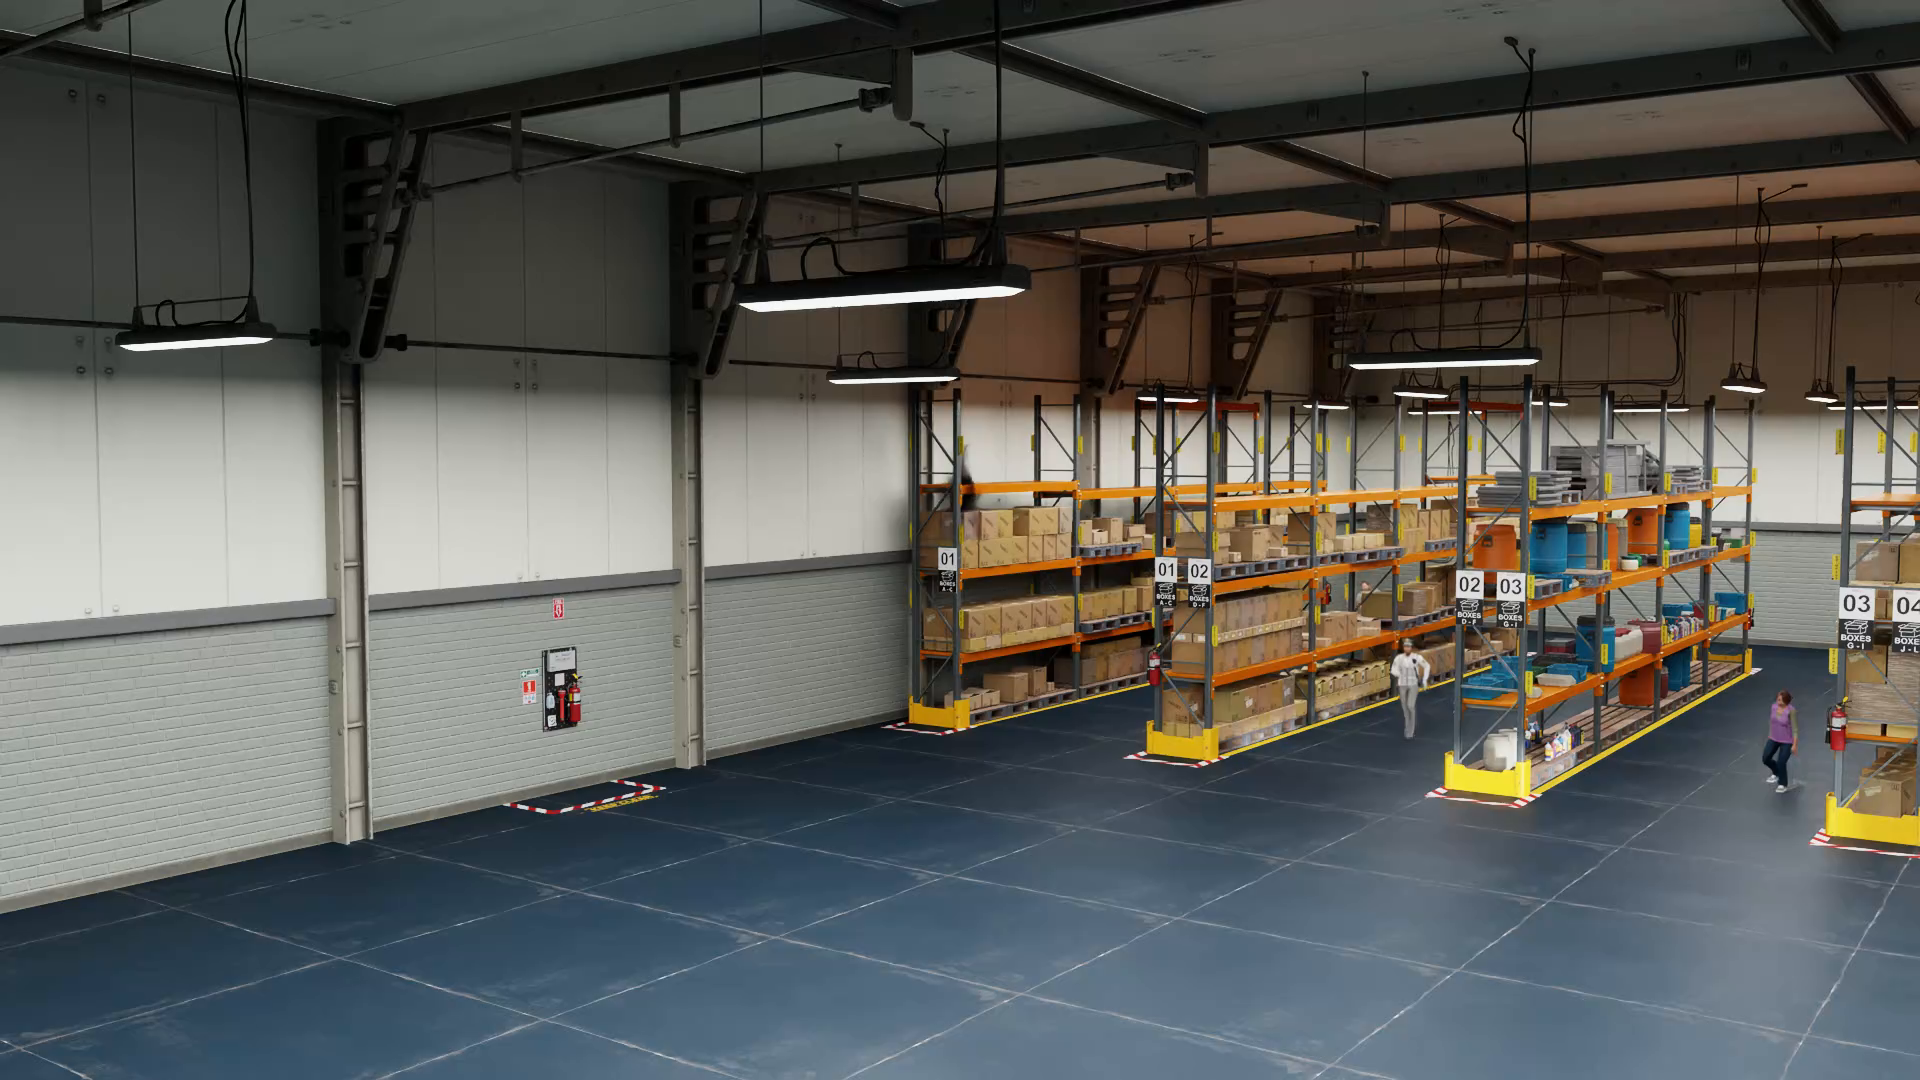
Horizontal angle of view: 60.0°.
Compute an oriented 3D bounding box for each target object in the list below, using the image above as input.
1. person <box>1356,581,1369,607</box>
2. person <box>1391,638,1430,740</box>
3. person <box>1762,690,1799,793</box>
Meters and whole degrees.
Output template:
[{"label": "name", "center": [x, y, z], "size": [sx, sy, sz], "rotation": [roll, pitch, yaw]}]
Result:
[{"label": "person", "center": [10.200, 1.824, 41.451], "size": [0.655, 1.597, 0.635], "rotation": [1, 3, 10]}, {"label": "person", "center": [7.689, 2.539, 28.465], "size": [0.593, 1.738, 0.810], "rotation": [2, 4, 29]}, {"label": "person", "center": [11.798, 2.880, 23.835], "size": [0.582, 1.506, 0.660], "rotation": [-2, 4, -29]}]
